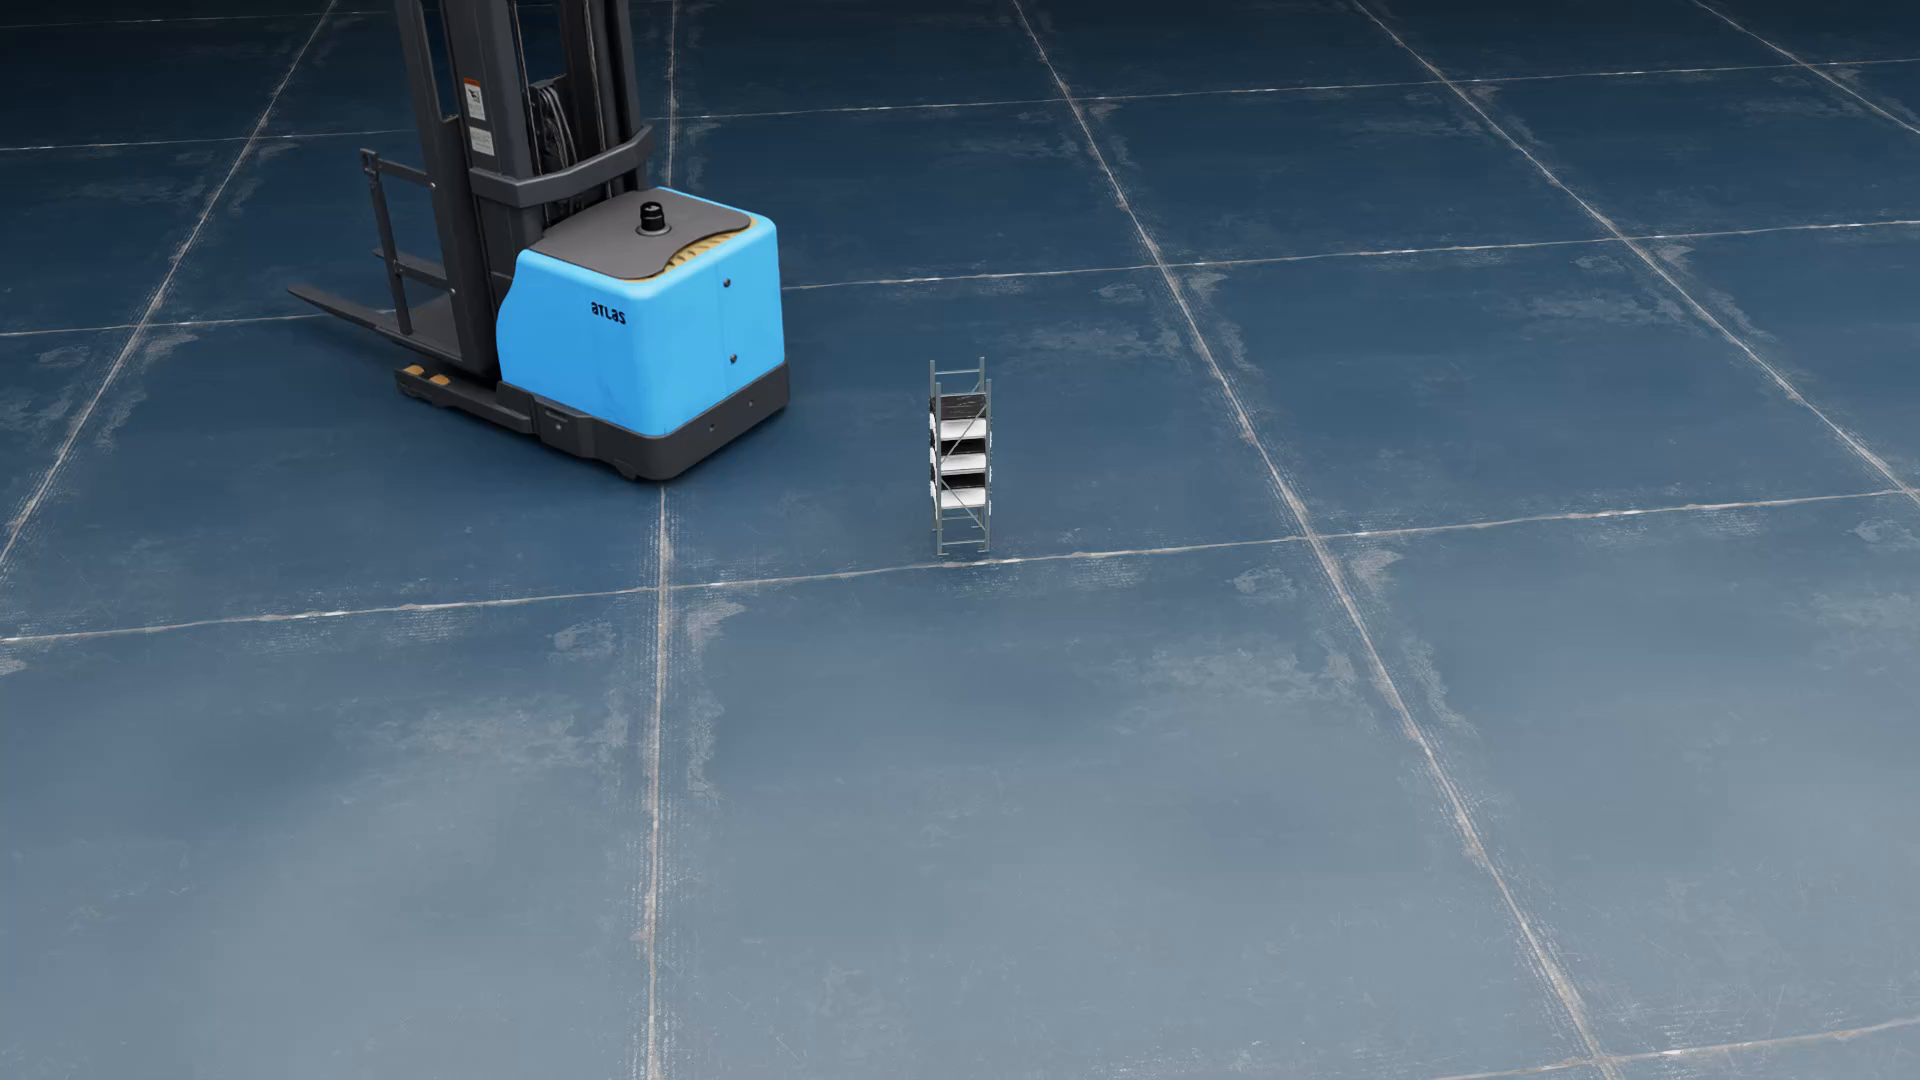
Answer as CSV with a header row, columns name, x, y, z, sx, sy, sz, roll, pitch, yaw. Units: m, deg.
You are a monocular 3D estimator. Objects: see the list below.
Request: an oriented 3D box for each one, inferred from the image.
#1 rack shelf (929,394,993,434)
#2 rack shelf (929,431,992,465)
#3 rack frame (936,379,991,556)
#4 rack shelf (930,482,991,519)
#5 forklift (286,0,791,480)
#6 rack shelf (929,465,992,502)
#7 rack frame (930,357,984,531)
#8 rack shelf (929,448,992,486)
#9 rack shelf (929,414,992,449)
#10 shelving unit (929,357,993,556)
name,x,y,z,sx,sy,sz,roll,pitch,yaw
rack shelf,0.001,-0.563,7.357,0.258,0.077,0.200,-4,35,-6
rack shelf,0.001,-0.414,7.458,0.258,0.077,0.200,-4,35,-6
rack frame,0.015,-0.311,7.407,0.240,0.900,0.006,-4,35,-6
rack shelf,0.001,-0.191,7.610,0.258,0.077,0.200,-4,35,-6
forklift,-2.394,-2.138,8.285,3.031,2.935,1.130,21,39,28
rack shelf,0.001,-0.265,7.559,0.258,0.077,0.200,-4,35,-6
rack frame,-0.013,-0.424,7.573,0.240,0.900,0.006,-4,35,-6
rack shelf,0.001,-0.340,7.509,0.258,0.077,0.200,-4,35,-6
rack shelf,0.001,-0.489,7.407,0.258,0.077,0.200,-4,35,-6
shelving unit,0.001,-0.367,7.490,0.258,0.900,0.210,-4,35,-6
